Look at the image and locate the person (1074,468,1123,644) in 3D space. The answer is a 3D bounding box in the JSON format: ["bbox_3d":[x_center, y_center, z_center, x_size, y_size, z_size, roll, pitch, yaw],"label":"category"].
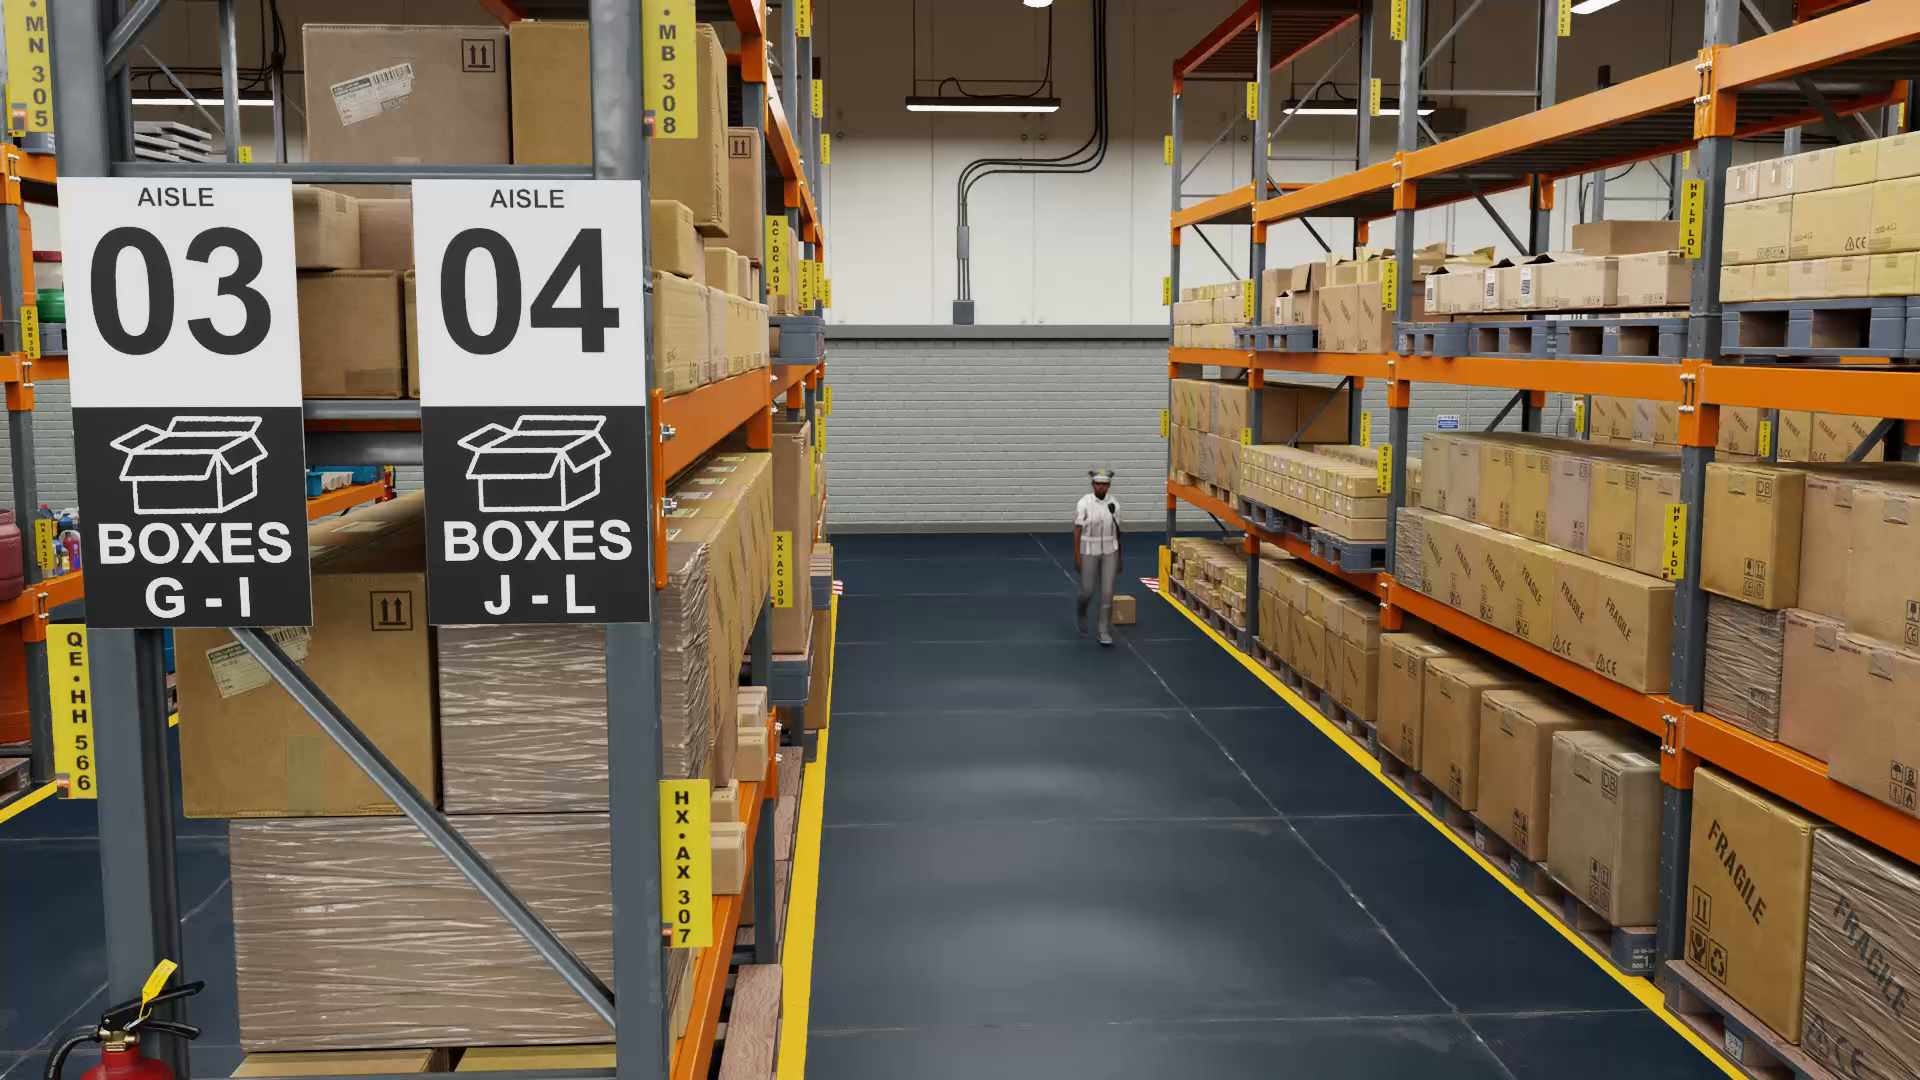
[{"bbox_3d":[1.315,0.133,15.928,0.478,1.669,0.551,-1,7,-9],"label":"person"}]
